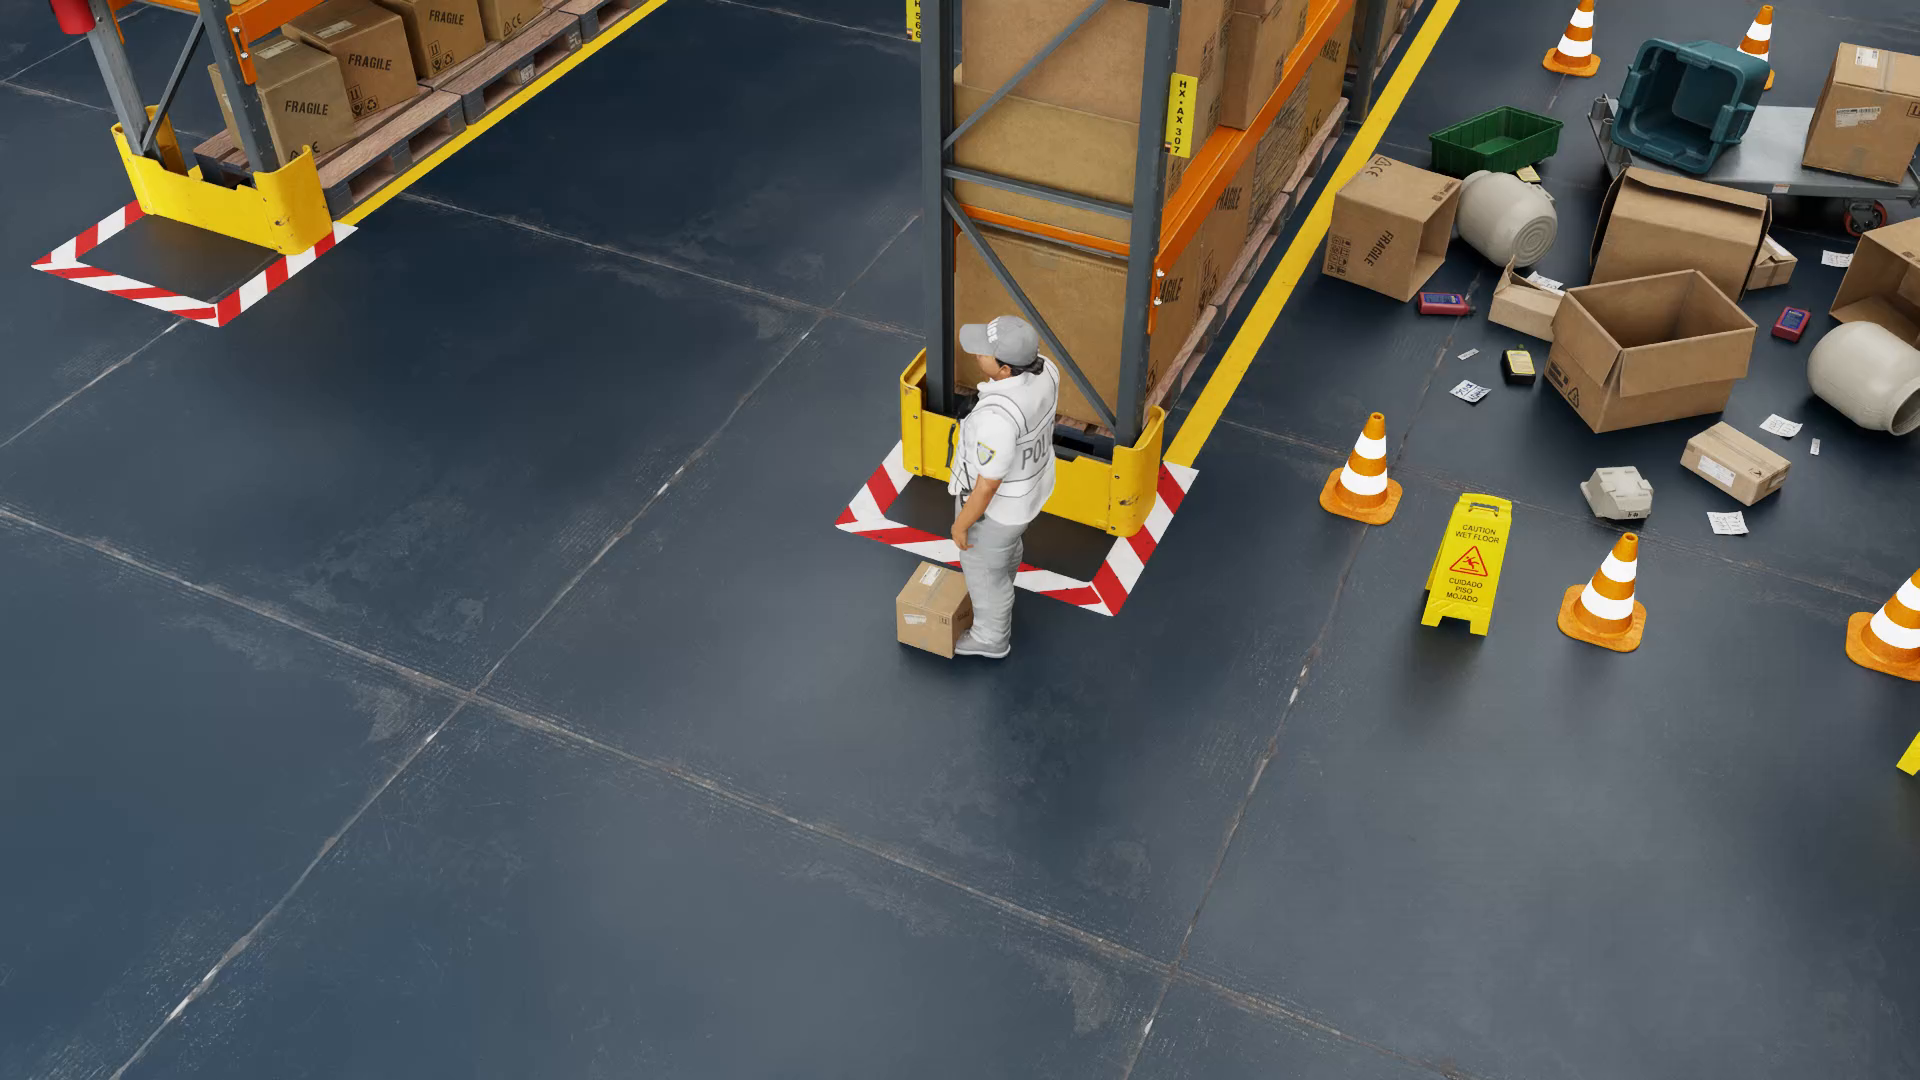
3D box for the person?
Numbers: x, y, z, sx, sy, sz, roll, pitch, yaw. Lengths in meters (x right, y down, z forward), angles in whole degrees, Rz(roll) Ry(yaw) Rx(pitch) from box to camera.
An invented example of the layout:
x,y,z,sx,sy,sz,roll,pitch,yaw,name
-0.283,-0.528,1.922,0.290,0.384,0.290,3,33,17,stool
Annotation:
x,y,z,sx,sy,sz,roll,pitch,yaw,name
0.092,-0.212,6.375,0.529,1.671,0.599,18,45,19,person
